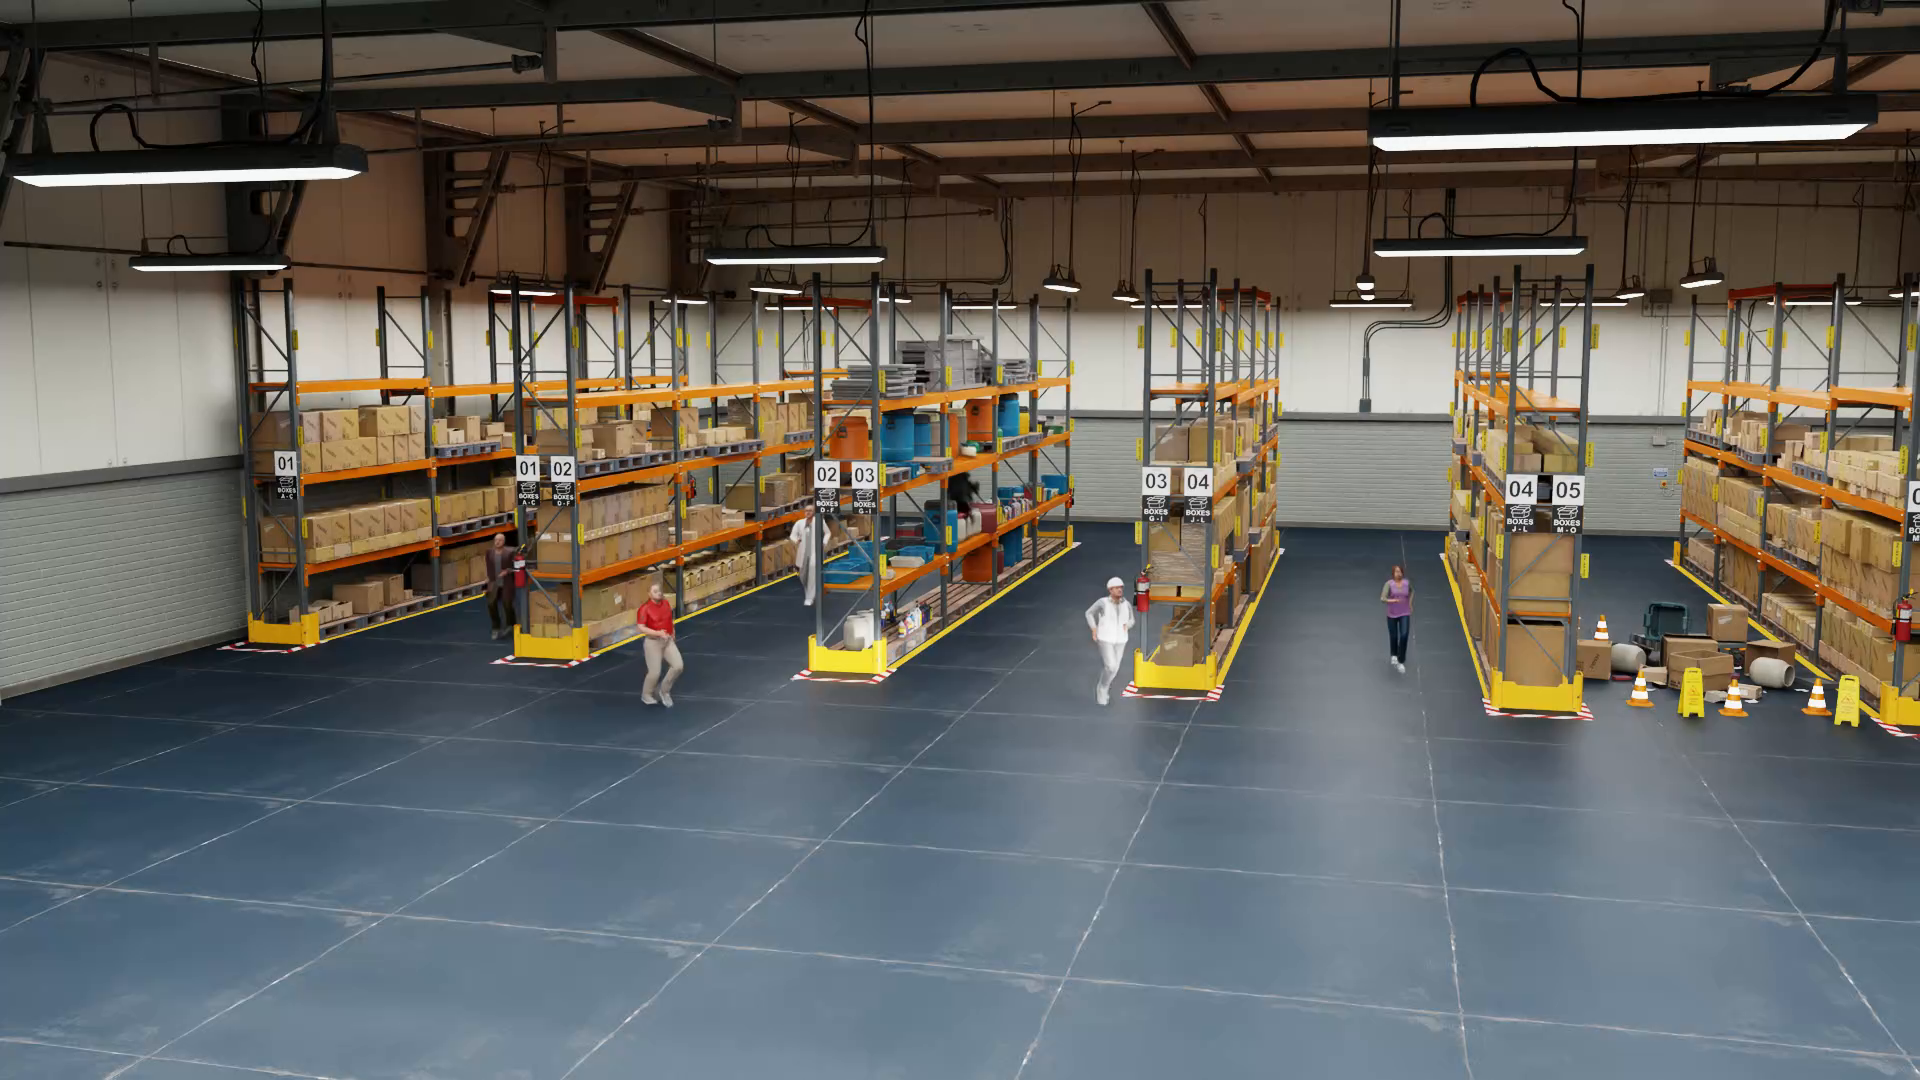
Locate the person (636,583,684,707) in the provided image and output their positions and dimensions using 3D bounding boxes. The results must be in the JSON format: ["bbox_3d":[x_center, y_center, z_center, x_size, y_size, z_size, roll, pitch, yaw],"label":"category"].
[{"bbox_3d":[-4.105,1.451,22.775,0.694,1.728,0.673,7,9,44],"label":"person"}]

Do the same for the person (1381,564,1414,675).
[{"bbox_3d":[6.639,1.227,25.271,0.509,1.544,0.706,1,7,12],"label":"person"}]

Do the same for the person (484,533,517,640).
[{"bbox_3d":[-7.738,0.780,28.103,0.617,1.812,0.931,0,7,-2],"label":"person"}]

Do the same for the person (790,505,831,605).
[{"bbox_3d":[-2.703,0.267,29.874,0.721,1.781,0.886,1,7,6],"label":"person"}]

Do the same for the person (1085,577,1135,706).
[{"bbox_3d":[2.108,1.404,22.985,0.647,1.790,0.658,-3,7,-21],"label":"person"}]
